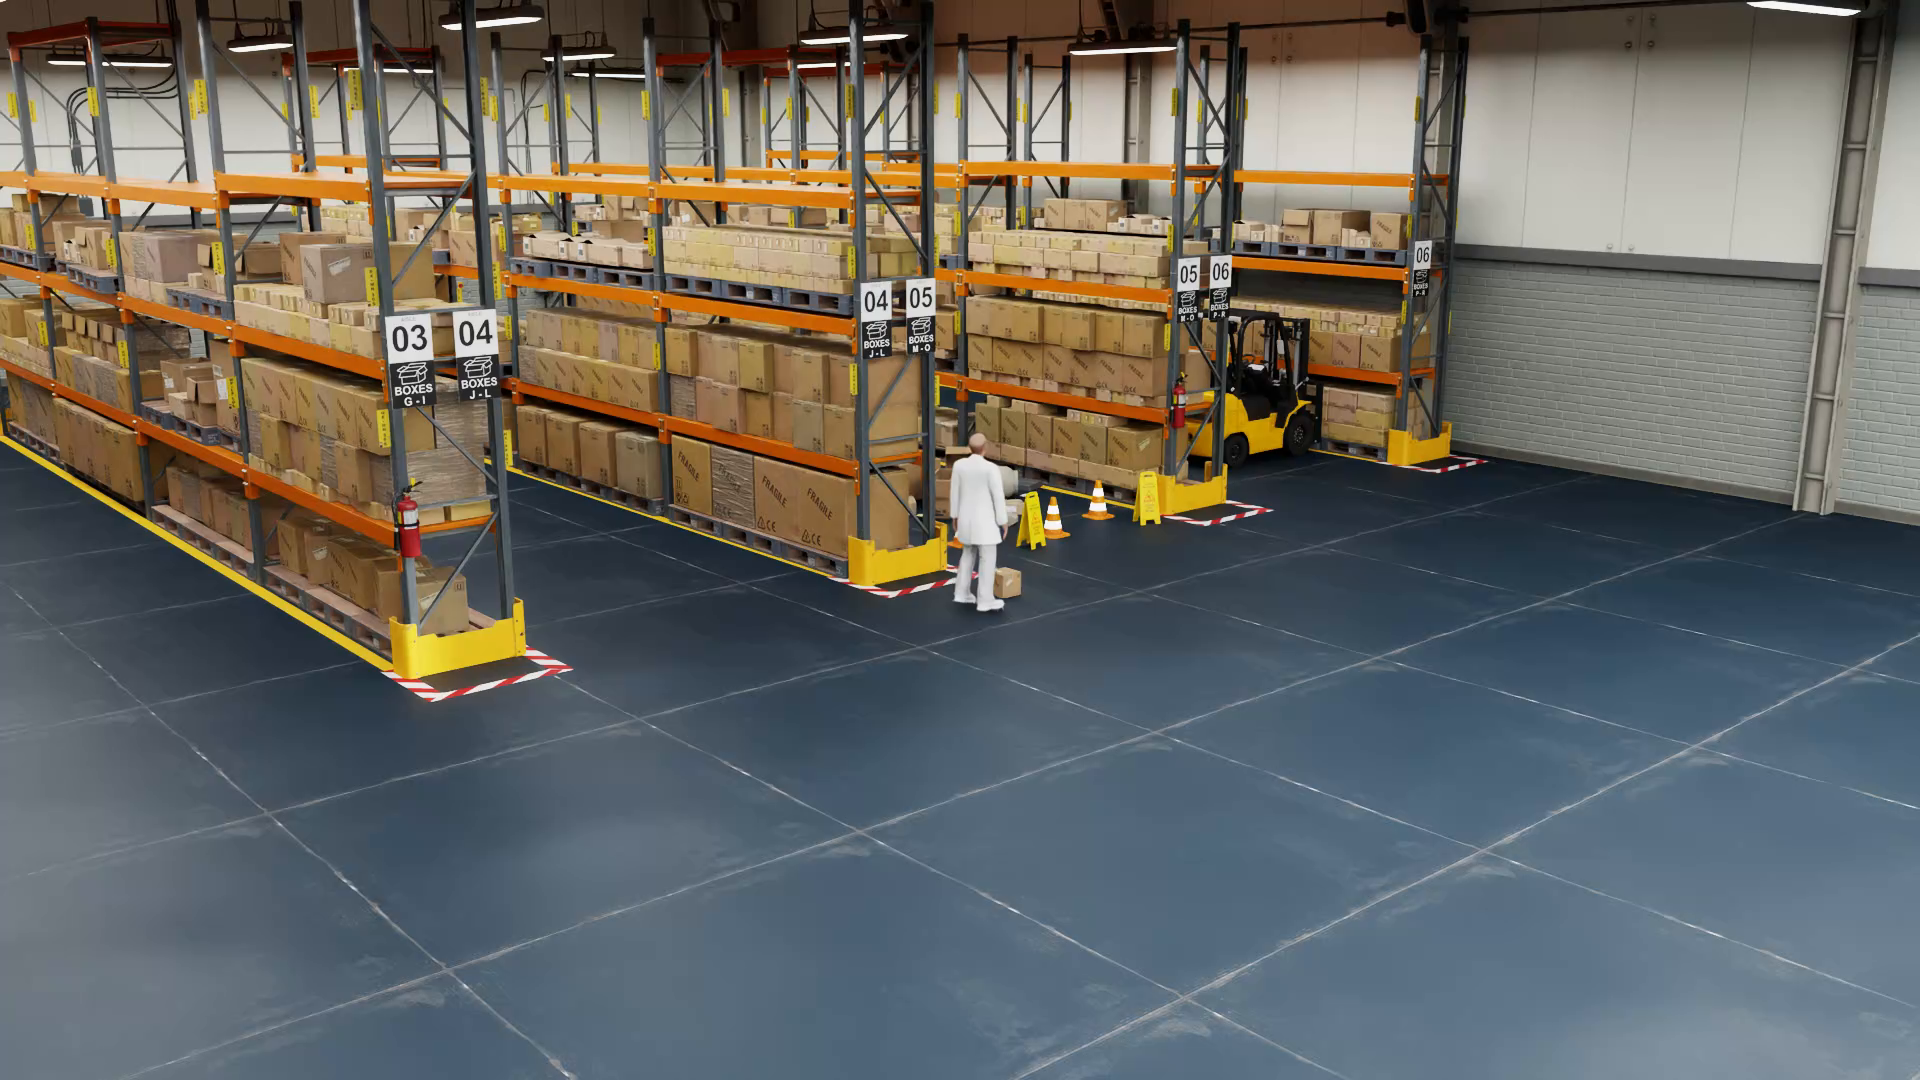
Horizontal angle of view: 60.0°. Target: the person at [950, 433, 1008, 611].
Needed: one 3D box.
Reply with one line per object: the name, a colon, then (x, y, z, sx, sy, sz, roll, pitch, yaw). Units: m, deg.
person: (0.182, -0.186, 16.731, 0.647, 1.795, 0.455, 8, 16, 31)
